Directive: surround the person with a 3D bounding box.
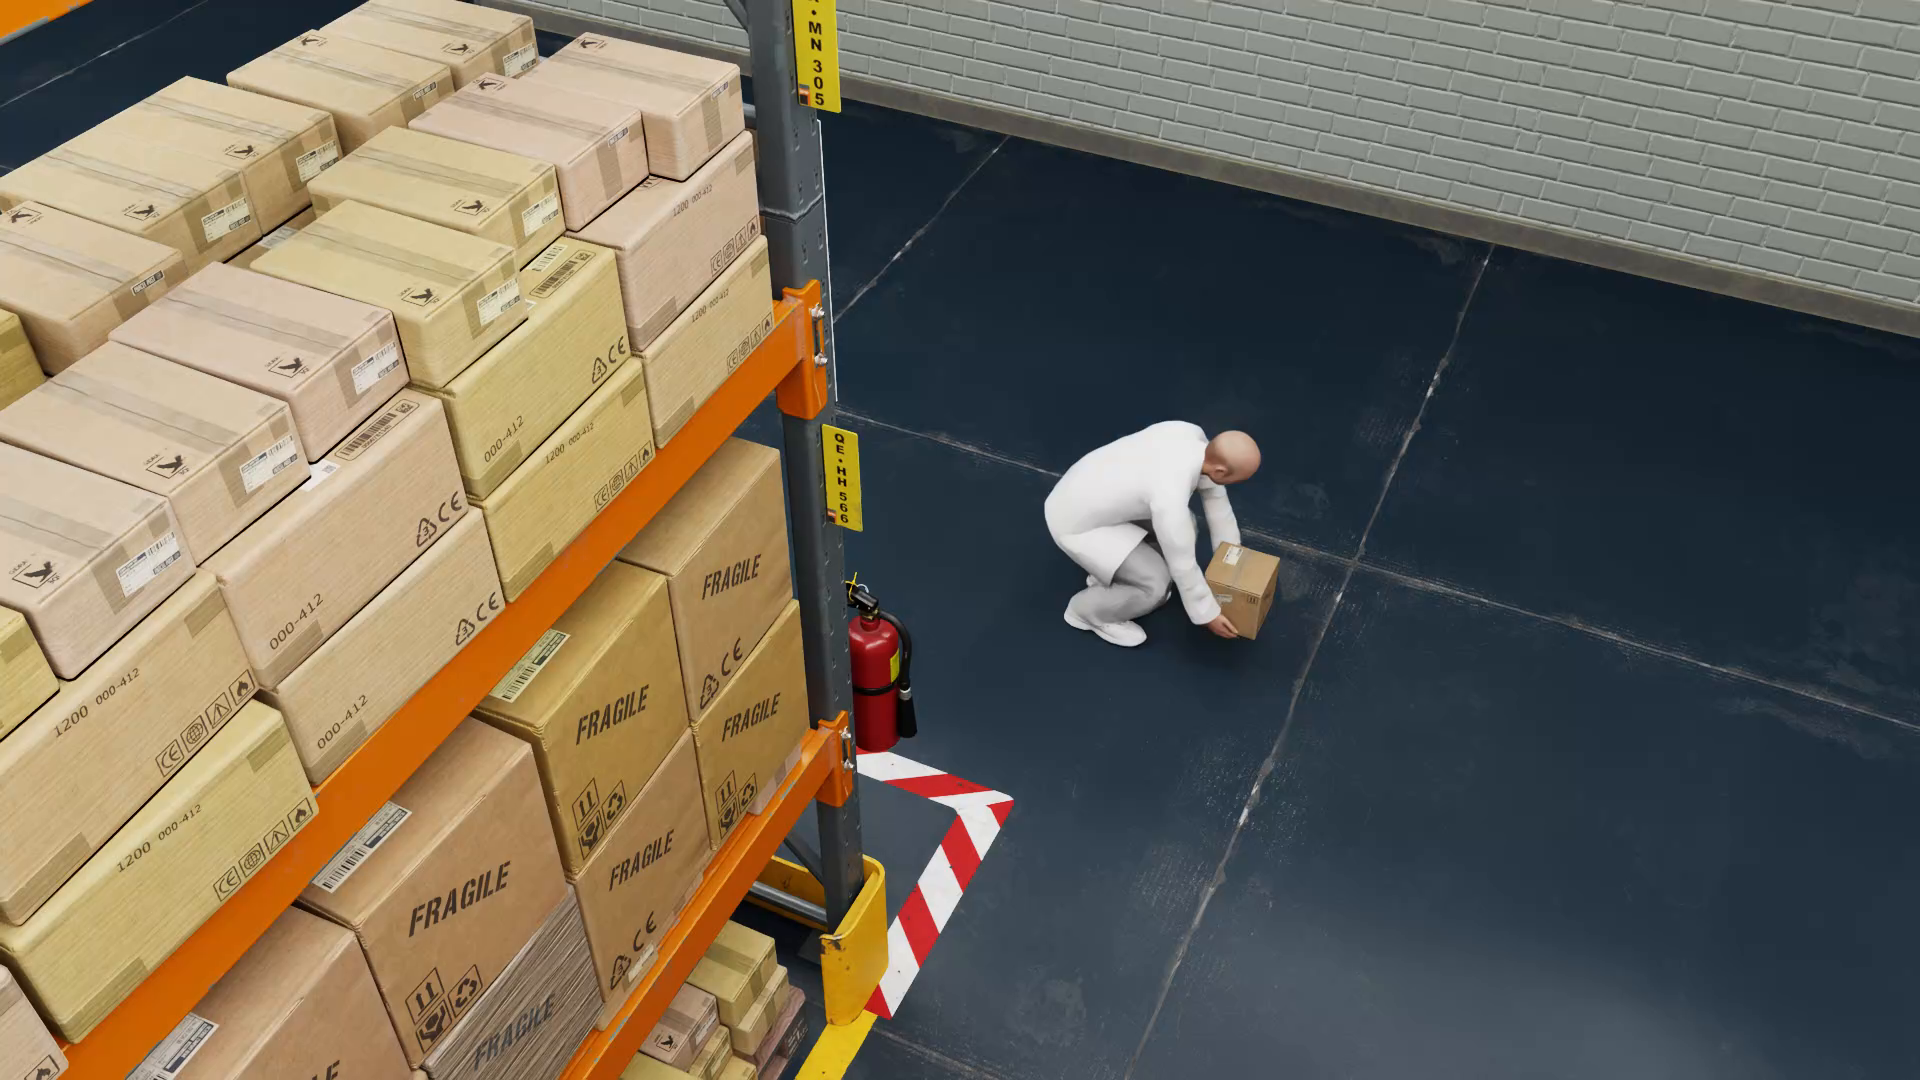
[{"bbox_3d":[0.791,-0.057,6.803,0.899,1.029,0.611,17,44,18],"label":"person"}]
